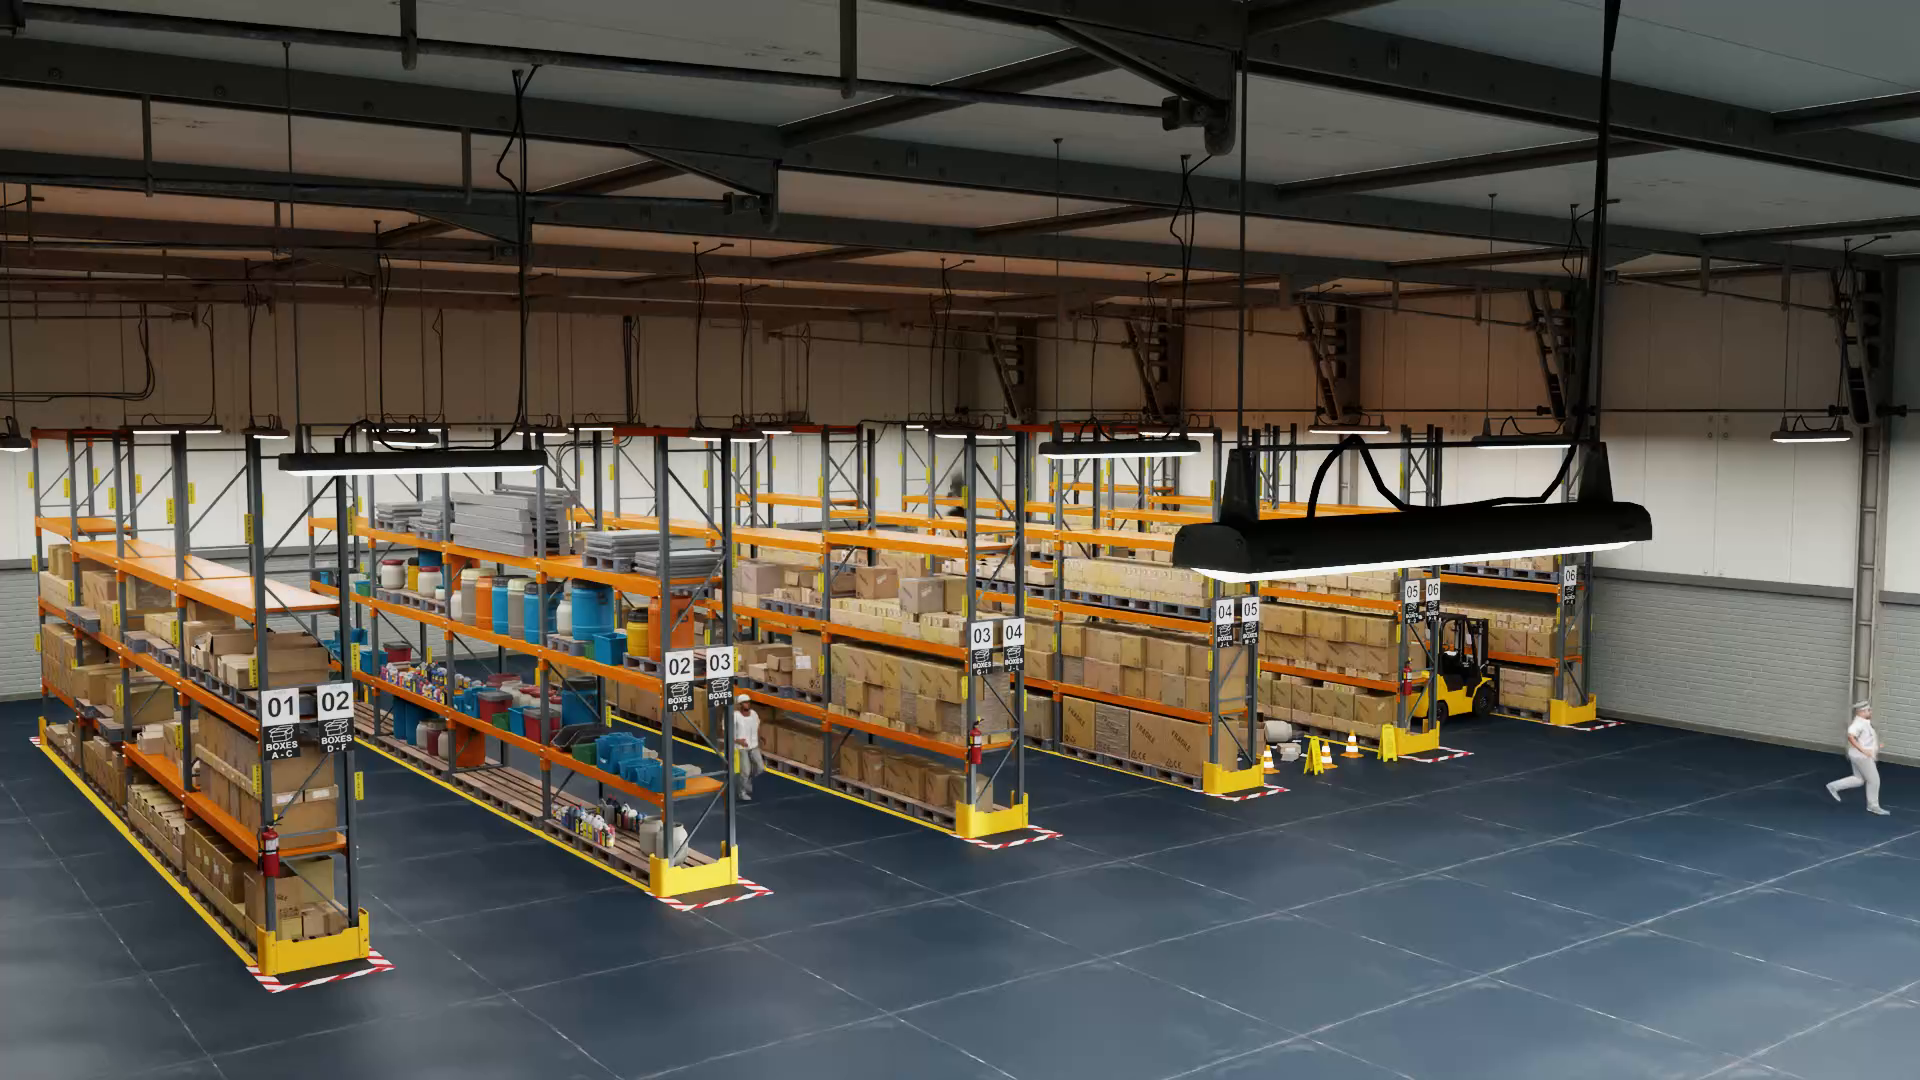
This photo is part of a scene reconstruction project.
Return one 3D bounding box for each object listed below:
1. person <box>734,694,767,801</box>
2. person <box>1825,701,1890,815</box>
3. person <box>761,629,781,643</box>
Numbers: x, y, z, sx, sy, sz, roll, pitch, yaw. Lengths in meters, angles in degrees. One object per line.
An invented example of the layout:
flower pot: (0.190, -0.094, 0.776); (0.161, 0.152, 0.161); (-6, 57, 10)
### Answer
person: (-3.457, 3.356, 26.967); (0.747, 1.723, 0.587); (-4, 6, -41)
person: (14.157, 3.413, 26.176); (0.903, 1.774, 0.663); (2, 5, 23)
person: (-4.888, 2.224, 42.039); (0.772, 1.706, 0.685); (-4, 6, -44)
